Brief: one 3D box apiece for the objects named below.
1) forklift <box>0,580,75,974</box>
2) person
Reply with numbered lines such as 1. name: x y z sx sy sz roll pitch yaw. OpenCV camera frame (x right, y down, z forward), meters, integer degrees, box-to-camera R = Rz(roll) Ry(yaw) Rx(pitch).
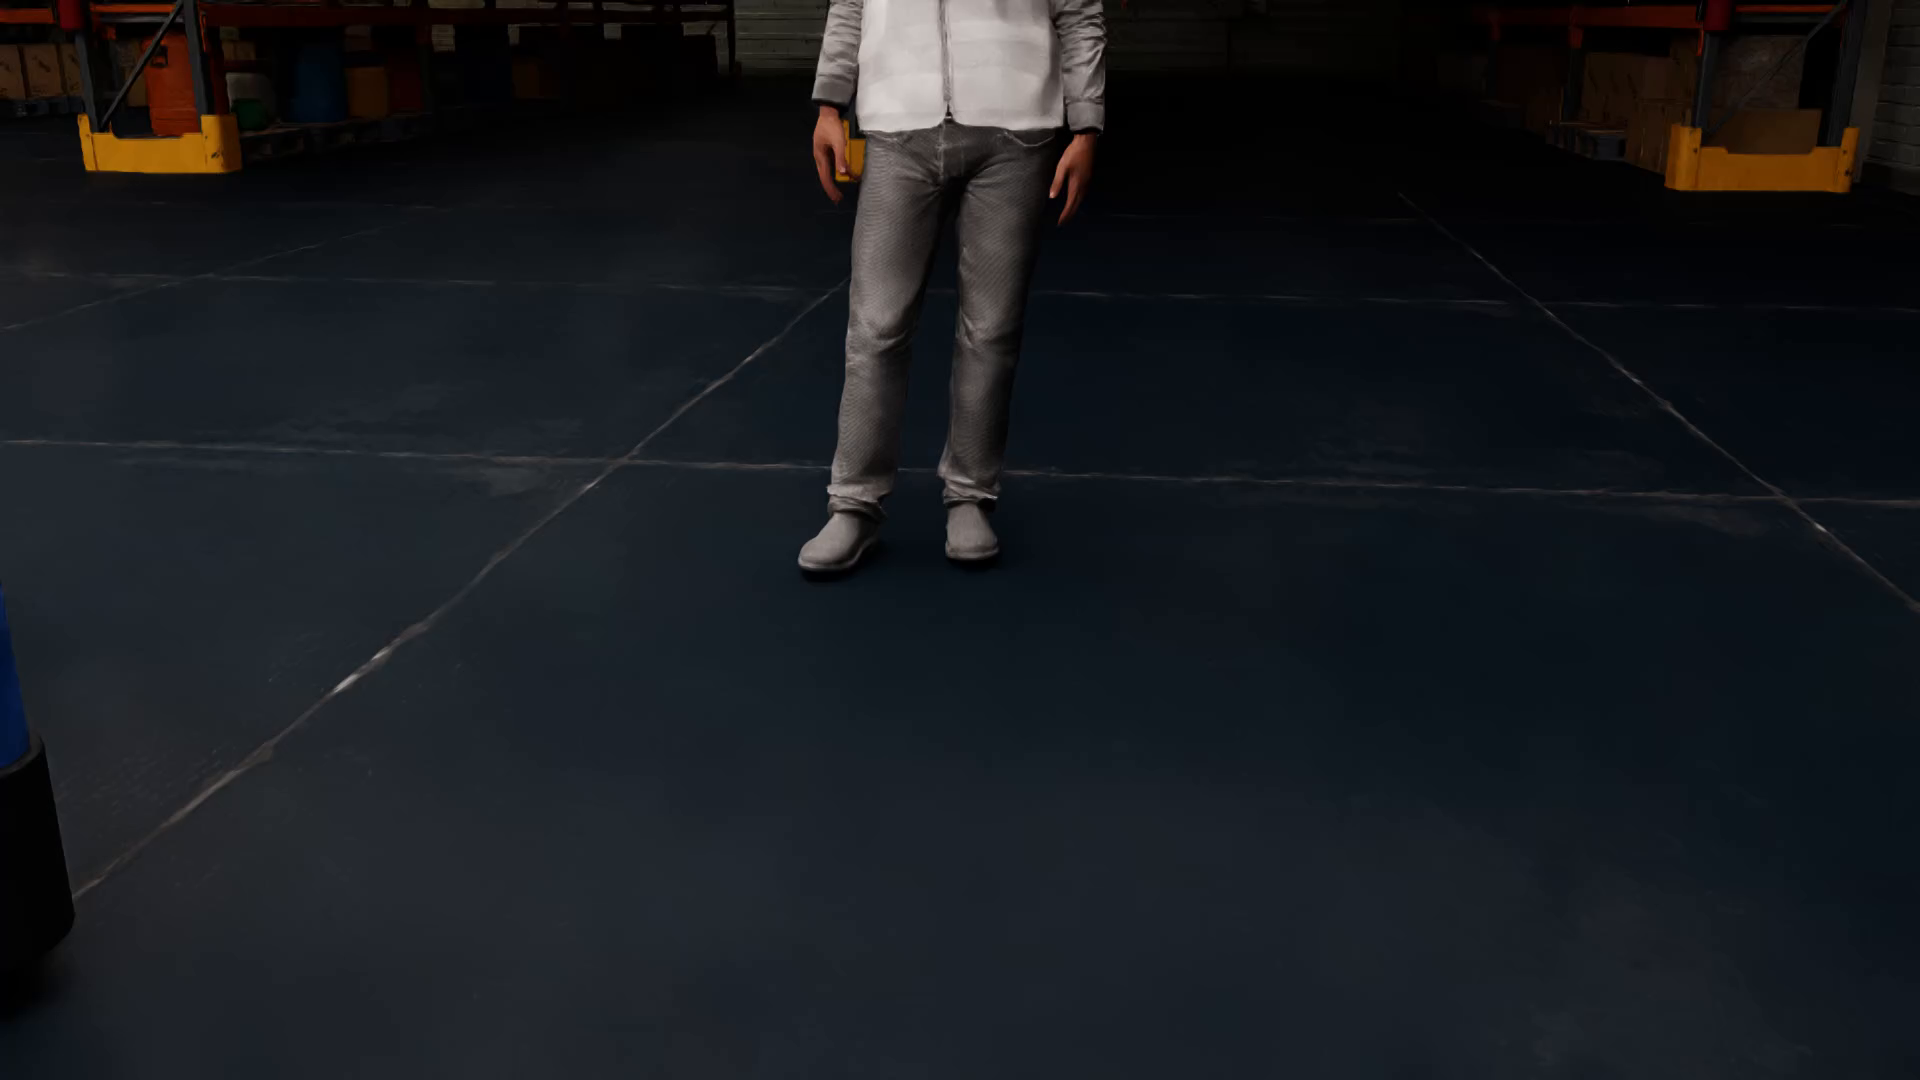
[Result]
1. forklift: -2.437 -0.601 0.858 1.130 2.935 3.031 14 23 38
2. person: -0.016 -0.835 3.499 0.632 1.773 0.567 2 18 7
